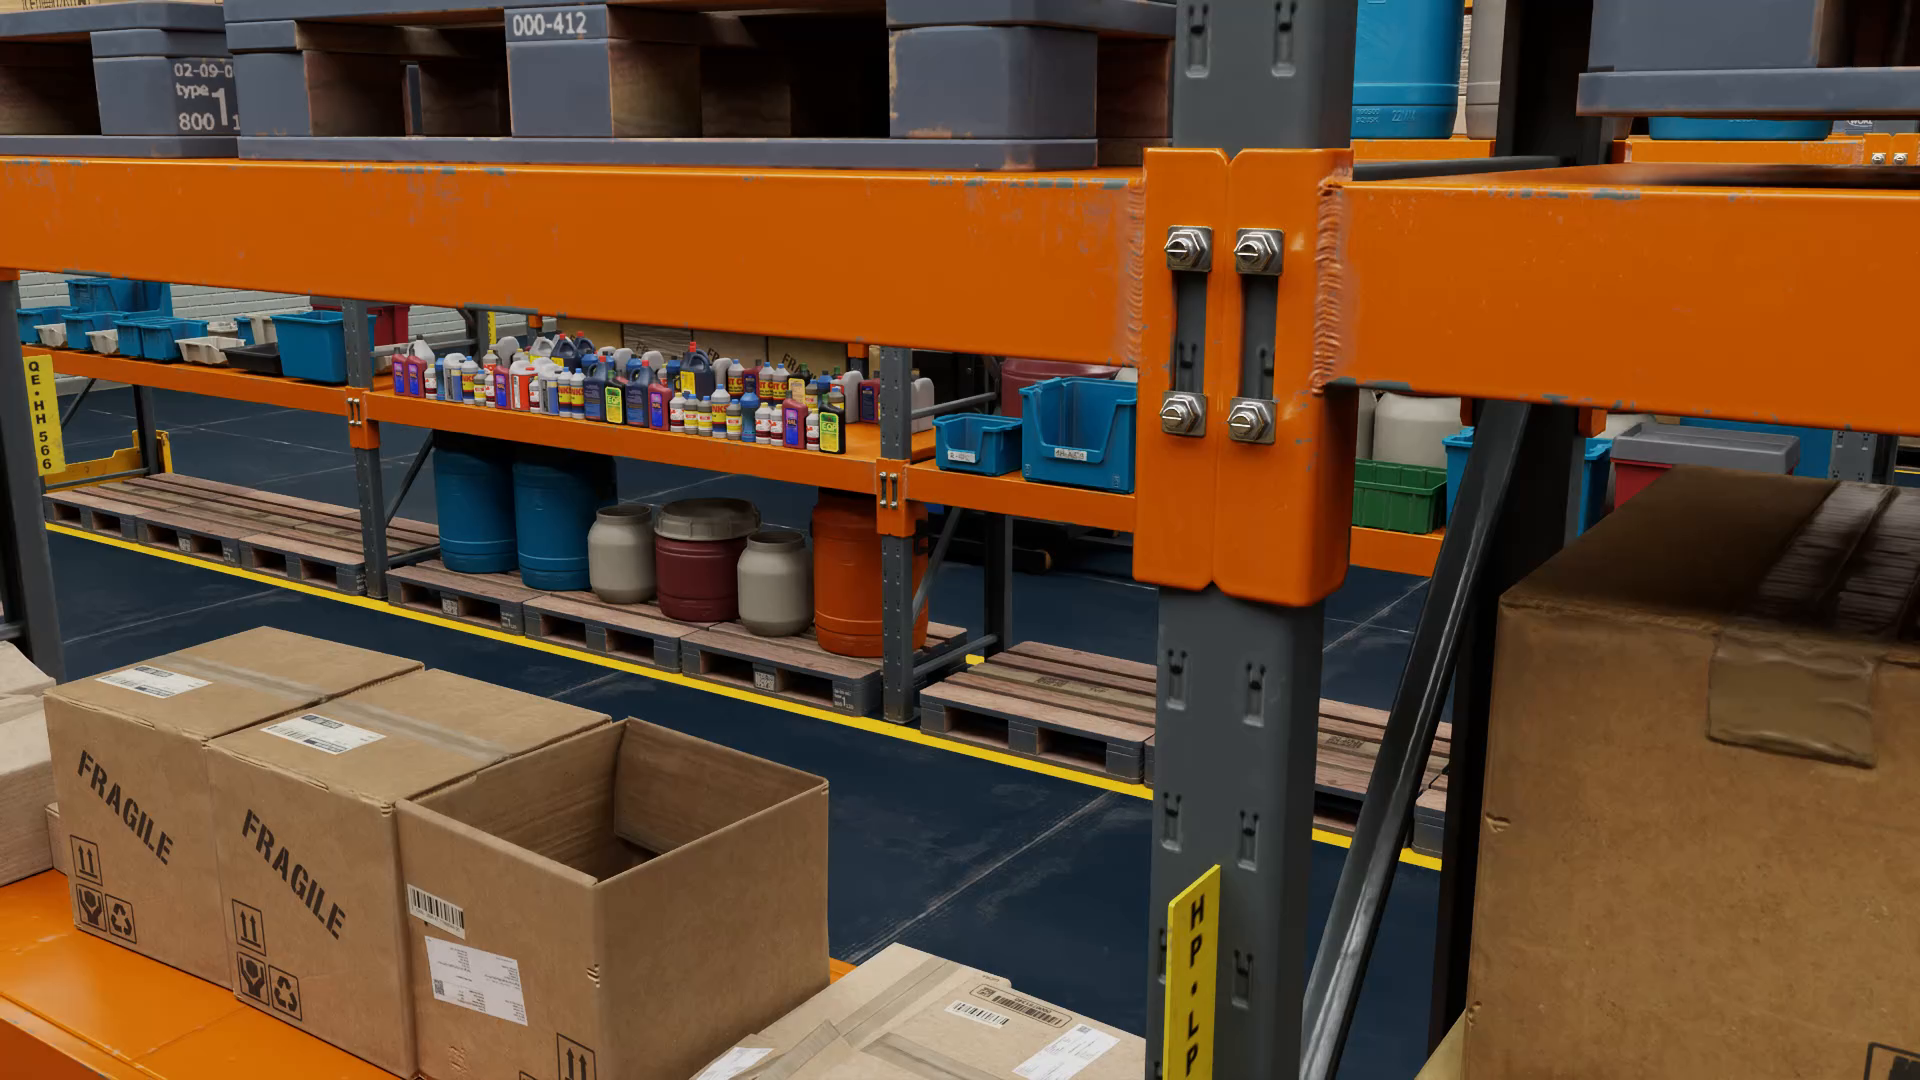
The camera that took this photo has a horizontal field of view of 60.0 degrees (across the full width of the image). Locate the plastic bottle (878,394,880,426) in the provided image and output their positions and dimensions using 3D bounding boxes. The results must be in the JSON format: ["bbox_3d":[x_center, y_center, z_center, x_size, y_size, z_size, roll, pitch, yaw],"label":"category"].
[{"bbox_3d":[-0.390,-0.713,8.873,0.097,0.201,0.097,0,14,0],"label":"plastic bottle"}]

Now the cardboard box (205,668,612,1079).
[{"bbox_3d":[-0.979,0.578,3.036,0.500,0.500,0.500,9,17,33],"label":"cardboard box"}]

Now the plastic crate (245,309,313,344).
[{"bbox_3d":[-4.533,-1.402,11.366,0.530,0.282,0.437,9,17,33],"label":"plastic crate"}]

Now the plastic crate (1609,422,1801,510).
[{"bbox_3d":[2.697,-0.151,6.058,0.583,0.464,0.402,9,17,33],"label":"plastic crate"}]

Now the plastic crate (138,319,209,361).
[{"bbox_3d":[-5.325,-1.358,11.289,0.300,0.233,0.416,9,17,33],"label":"plastic crate"}]

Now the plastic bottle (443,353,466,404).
[{"bbox_3d":[-2.894,-0.942,9.643,0.135,0.276,0.152,9,17,33],"label":"plastic bottle"}]

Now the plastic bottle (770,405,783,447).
[{"bbox_3d":[-0.901,-0.575,8.318,0.097,0.201,0.097,0,14,0],"label":"plastic bottle"}]

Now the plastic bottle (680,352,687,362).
[{"bbox_3d":[-1.619,-0.956,9.686,0.133,0.283,0.061,9,17,33],"label":"plastic bottle"}]

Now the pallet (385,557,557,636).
[{"bbox_3d":[-2.752,0.276,10.267,1.213,0.211,1.003,9,17,33],"label":"pallet"}]

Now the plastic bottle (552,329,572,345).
[{"bbox_3d":[-2.424,-1.107,10.155,0.185,0.351,0.144,9,17,33],"label":"plastic bottle"}]

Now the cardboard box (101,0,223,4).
[{"bbox_3d":[-1.051,-0.985,2.754,0.500,0.250,0.500,8,16,28],"label":"cardboard box"}]

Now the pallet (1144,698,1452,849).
[{"bbox_3d":[1.579,0.976,7.439,1.213,0.211,1.003,9,17,33],"label":"pallet"}]

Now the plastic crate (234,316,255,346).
[{"bbox_3d":[-4.841,-1.449,11.658,0.300,0.233,0.416,9,17,33],"label":"plastic crate"}]

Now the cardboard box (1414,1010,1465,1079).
[{"bbox_3d":[0.616,0.582,1.670,0.250,0.149,0.380,9,17,33],"label":"cardboard box"}]

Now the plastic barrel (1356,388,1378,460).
[{"bbox_3d":[1.630,-0.510,7.360,0.433,0.535,0.433,0,14,0],"label":"plastic barrel"}]

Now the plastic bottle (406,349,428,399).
[{"bbox_3d":[-3.192,-0.980,9.783,0.133,0.283,0.061,9,17,33],"label":"plastic bottle"}]

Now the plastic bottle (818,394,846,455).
[{"bbox_3d":[-0.624,-0.565,8.106,0.133,0.283,0.061,9,17,33],"label":"plastic bottle"}]

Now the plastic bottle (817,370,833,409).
[{"bbox_3d":[-0.727,-0.783,9.013,0.097,0.271,0.097,0,14,0],"label":"plastic bottle"}]

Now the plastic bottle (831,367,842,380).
[{"bbox_3d":[-0.698,-0.807,9.085,0.133,0.283,0.061,9,17,33],"label":"plastic bottle"}]

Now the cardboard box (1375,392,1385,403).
[{"bbox_3d":[3.287,-0.920,12.025,0.500,0.250,0.500,10,17,35],"label":"cardboard box"}]

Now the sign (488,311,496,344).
[{"bbox_3d":[-3.061,-1.433,10.792,0.005,0.325,0.100,9,17,33],"label":"sign"}]

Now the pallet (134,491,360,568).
[{"bbox_3d":[-5.017,-0.090,11.746,1.213,0.211,1.003,9,17,33],"label":"pallet"}]

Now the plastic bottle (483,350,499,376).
[{"bbox_3d":[-2.916,-1.077,10.344,0.097,0.201,0.097,0,14,0],"label":"plastic bottle"}]

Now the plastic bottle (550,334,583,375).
[{"bbox_3d":[-2.351,-1.053,9.939,0.185,0.351,0.144,9,17,33],"label":"plastic bottle"}]

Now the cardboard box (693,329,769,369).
[{"bbox_3d":[-1.855,-1.574,15.488,0.875,0.875,0.875,9,17,33],"label":"cardboard box"}]

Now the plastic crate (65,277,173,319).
[{"bbox_3d":[-6.306,-1.764,12.508,0.499,0.435,0.616,9,17,33],"label":"plastic crate"}]

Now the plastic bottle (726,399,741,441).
[{"bbox_3d":[-1.143,-0.614,8.477,0.097,0.201,0.097,0,14,0],"label":"plastic bottle"}]

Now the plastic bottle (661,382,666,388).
[{"bbox_3d":[-1.645,-0.772,8.942,0.133,0.283,0.061,9,17,33],"label":"plastic bottle"}]

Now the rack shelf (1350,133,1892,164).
[{"bbox_3d":[1.610,-1.491,6.859,4.000,0.370,1.077,9,17,33],"label":"rack shelf"}]

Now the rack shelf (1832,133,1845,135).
[{"bbox_3d":[7.226,-3.454,14.789,4.000,0.370,1.077,9,17,33],"label":"rack shelf"}]

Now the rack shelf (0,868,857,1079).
[{"bbox_3d":[-1.158,0.952,3.232,4.000,0.370,1.077,9,17,33],"label":"rack shelf"}]

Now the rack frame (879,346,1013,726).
[{"bbox_3d":[-0.050,-0.653,8.217,0.127,3.000,1.000,9,17,33],"label":"rack frame"}]

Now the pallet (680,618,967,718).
[{"bbox_3d":[-0.727,0.604,8.945,1.213,0.211,1.003,9,17,33],"label":"pallet"}]

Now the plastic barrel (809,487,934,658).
[{"bbox_3d":[-0.465,0.135,8.678,0.708,0.830,0.600,9,17,33],"label":"plastic barrel"}]

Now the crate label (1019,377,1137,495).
[{"bbox_3d":[0.623,-0.483,7.456,0.616,0.435,0.502,9,17,33],"label":"crate label"}]

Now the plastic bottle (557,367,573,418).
[{"bbox_3d":[-2.156,-0.812,9.129,0.097,0.271,0.097,0,14,0],"label":"plastic bottle"}]

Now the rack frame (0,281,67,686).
[{"bbox_3d":[-2.819,0.335,4.226,0.053,2.616,0.949,9,17,33],"label":"rack frame"}]

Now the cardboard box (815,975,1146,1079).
[{"bbox_3d":[0.069,0.887,2.312,0.500,0.250,0.500,10,17,36],"label":"cardboard box"}]

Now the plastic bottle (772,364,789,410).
[{"bbox_3d":[-0.996,-0.844,9.260,0.097,0.271,0.097,0,14,0],"label":"plastic bottle"}]

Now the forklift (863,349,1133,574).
[{"bbox_3d":[0.537,-1.344,11.152,3.031,2.935,1.130,8,16,30],"label":"forklift"}]

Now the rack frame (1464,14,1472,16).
[{"bbox_3d":[7.693,-8.055,25.634,0.127,3.000,1.000,9,17,33],"label":"rack frame"}]

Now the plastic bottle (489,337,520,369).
[{"bbox_3d":[-2.862,-1.140,10.445,0.135,0.276,0.152,9,17,33],"label":"plastic bottle"}]

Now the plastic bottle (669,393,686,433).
[{"bbox_3d":[-1.466,-0.667,8.687,0.097,0.201,0.097,0,14,0],"label":"plastic bottle"}]

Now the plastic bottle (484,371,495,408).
[{"bbox_3d":[-2.652,-0.858,9.461,0.097,0.201,0.097,0,14,0],"label":"plastic bottle"}]

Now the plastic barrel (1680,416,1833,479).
[{"bbox_3d":[3.118,-0.472,6.443,0.708,0.901,0.600,9,17,33],"label":"plastic barrel"}]

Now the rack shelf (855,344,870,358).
[{"bbox_3d":[1.055,-1.559,13.376,4.000,0.370,1.077,9,17,33],"label":"rack shelf"}]

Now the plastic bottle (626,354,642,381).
[{"bbox_3d":[-1.890,-0.945,9.666,0.097,0.271,0.097,0,14,0],"label":"plastic bottle"}]

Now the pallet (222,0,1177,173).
[{"bbox_3d":[-0.238,-0.608,2.192,1.217,0.209,0.805,8,16,31],"label":"pallet"}]

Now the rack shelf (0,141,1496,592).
[{"bbox_3d":[-1.158,-0.504,2.872,4.000,0.370,1.077,9,17,33],"label":"rack shelf"}]

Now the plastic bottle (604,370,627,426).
[{"bbox_3d":[-1.836,-0.761,8.898,0.133,0.283,0.061,9,17,33],"label":"plastic bottle"}]

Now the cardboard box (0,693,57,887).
[{"bbox_3d":[-2.184,0.536,3.599,0.500,0.311,0.500,9,16,32],"label":"cardboard box"}]

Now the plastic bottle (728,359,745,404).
[{"bbox_3d":[-1.268,-0.888,9.437,0.097,0.271,0.097,0,14,0],"label":"plastic bottle"}]

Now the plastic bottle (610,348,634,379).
[{"bbox_3d":[-2.028,-1.006,9.901,0.135,0.276,0.152,9,17,33],"label":"plastic bottle"}]

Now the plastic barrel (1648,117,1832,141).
[{"bbox_3d":[2.726,-1.840,5.730,0.708,0.901,0.600,9,17,33],"label":"plastic barrel"}]

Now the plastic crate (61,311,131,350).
[{"bbox_3d":[-6.121,-1.486,11.808,0.300,0.233,0.416,9,17,33],"label":"plastic crate"}]

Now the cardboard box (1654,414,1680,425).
[{"bbox_3d":[6.749,-1.511,15.493,0.750,0.750,1.050,9,17,34],"label":"cardboard box"}]

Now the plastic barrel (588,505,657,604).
[{"bbox_3d":[-1.921,0.080,9.562,0.421,0.512,0.421,0,14,0],"label":"plastic barrel"}]

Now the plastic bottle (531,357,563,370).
[{"bbox_3d":[-2.344,-0.897,9.462,0.135,0.276,0.152,9,17,33],"label":"plastic bottle"}]
